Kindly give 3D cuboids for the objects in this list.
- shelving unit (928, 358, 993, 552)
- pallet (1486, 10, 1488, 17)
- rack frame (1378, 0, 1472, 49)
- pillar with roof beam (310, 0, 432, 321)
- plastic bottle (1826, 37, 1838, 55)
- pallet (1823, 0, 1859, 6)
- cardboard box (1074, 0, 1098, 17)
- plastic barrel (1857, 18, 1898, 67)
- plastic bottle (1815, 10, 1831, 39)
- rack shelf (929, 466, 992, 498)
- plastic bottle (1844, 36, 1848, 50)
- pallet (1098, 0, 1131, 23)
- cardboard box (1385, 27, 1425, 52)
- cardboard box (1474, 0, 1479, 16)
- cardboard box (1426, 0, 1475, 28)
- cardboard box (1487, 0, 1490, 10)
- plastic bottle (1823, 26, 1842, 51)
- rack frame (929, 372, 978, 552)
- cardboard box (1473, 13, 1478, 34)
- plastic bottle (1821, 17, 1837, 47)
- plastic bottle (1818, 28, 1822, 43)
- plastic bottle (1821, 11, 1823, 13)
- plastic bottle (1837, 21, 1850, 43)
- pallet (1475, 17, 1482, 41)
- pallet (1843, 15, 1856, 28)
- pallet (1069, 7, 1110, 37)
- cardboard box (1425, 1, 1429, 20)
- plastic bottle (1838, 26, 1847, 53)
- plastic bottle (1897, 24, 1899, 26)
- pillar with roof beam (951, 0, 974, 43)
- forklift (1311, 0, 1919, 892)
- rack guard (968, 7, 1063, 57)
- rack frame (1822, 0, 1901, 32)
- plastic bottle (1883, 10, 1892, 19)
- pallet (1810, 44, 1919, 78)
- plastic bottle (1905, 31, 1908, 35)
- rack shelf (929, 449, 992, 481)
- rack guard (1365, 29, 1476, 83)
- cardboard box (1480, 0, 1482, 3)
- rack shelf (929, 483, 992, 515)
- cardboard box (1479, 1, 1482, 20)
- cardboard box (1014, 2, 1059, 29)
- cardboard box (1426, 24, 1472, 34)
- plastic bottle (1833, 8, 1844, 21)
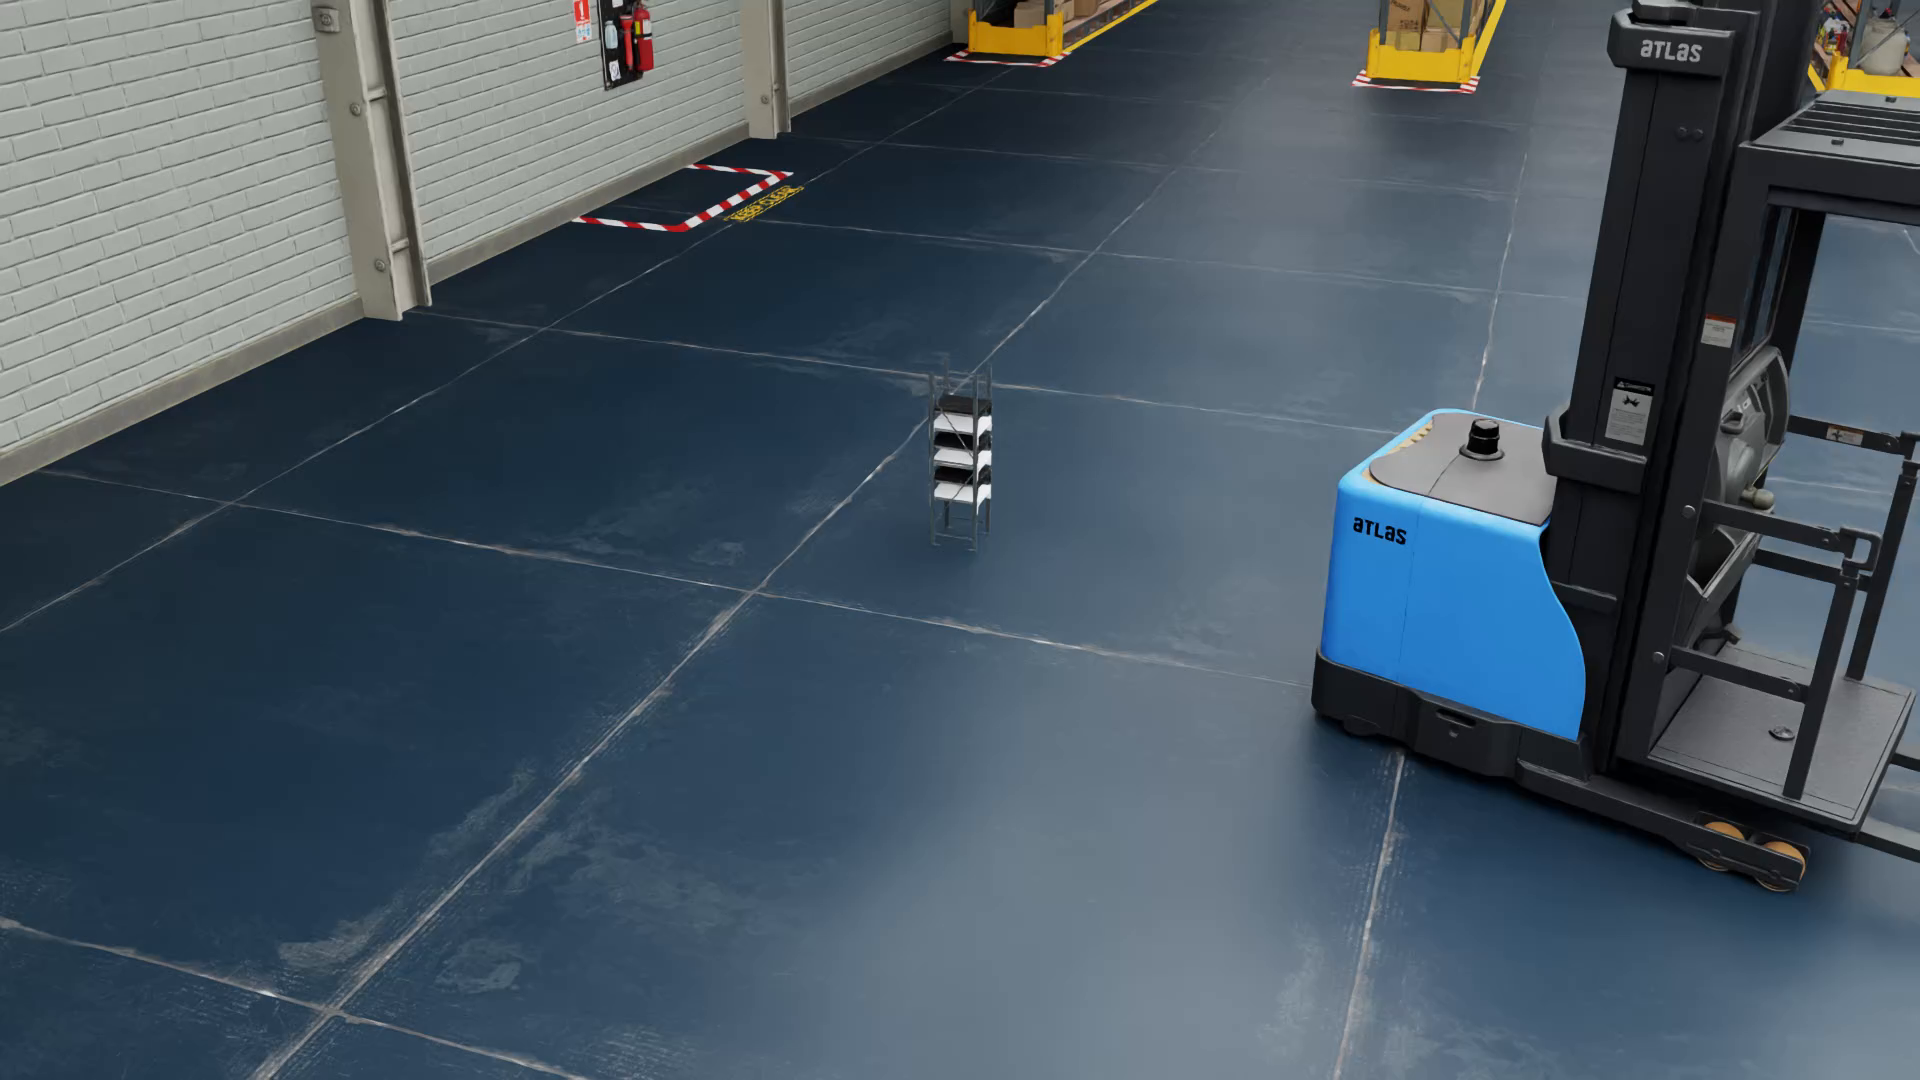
[{"bbox_3d":[0.003,-0.408,8.061,0.258,0.900,0.210,9,27,17],"label":"shelving unit"},{"bbox_3d":[6.879,-7.445,23.385,1.003,0.211,1.213,9,27,17],"label":"pallet"},{"bbox_3d":[5.339,-6.748,18.745,1.000,3.000,0.127,9,27,17],"label":"rack frame"},{"bbox_3d":[0.150,-5.023,8.297,9.100,9.000,0.400,9,27,17],"label":"pillar with roof beam"},{"bbox_3d":[10.207,-5.785,19.463,0.097,0.201,0.097,0,26,0],"label":"plastic bottle"},{"bbox_3d":[12.377,-7.748,24.011,1.003,0.211,1.213,9,27,17],"label":"pallet"},{"bbox_3d":[1.463,-7.338,22.327,0.700,0.500,0.500,7,27,14],"label":"cardboard box"},{"bbox_3d":[10.323,-5.585,18.716,0.421,0.512,0.421,0,26,0],"label":"plastic barrel"},{"bbox_3d":[10.618,-6.329,20.414,0.144,0.351,0.185,8,27,15],"label":"plastic bottle"},{"bbox_3d":[0.003,-0.297,8.115,0.258,0.077,0.200,9,27,17],"label":"rack shelf"},{"bbox_3d":[10.487,-5.931,19.765,0.097,0.201,0.097,0,26,0],"label":"plastic bottle"},{"bbox_3d":[1.808,-7.573,23.648,1.003,0.211,1.213,9,27,17],"label":"pallet"},{"bbox_3d":[5.239,-5.963,19.797,0.500,0.250,0.500,9,27,17],"label":"cardboard box"},{"bbox_3d":[6.229,-6.841,20.751,0.500,0.500,0.500,9,27,17],"label":"cardboard box"},{"bbox_3d":[5.892,-6.431,19.903,0.500,0.500,0.500,9,27,17],"label":"cardboard box"},{"bbox_3d":[7.038,-7.473,22.916,0.500,0.250,0.500,8,27,16],"label":"cardboard box"},{"bbox_3d":[10.317,-5.918,19.652,0.152,0.276,0.135,9,27,18],"label":"plastic bottle"},{"bbox_3d":[-0.031,-0.367,7.974,0.240,0.900,0.006,9,27,17],"label":"rack frame"},{"bbox_3d":[6.228,-6.504,20.914,0.500,0.250,0.500,9,27,17],"label":"cardboard box"},{"bbox_3d":[10.414,-6.078,19.895,0.144,0.351,0.185,10,28,20],"label":"plastic bottle"},{"bbox_3d":[10.501,-6.149,20.213,0.097,0.201,0.097,0,26,0],"label":"plastic bottle"},{"bbox_3d":[10.739,-6.440,20.730,0.152,0.276,0.135,10,27,19],"label":"plastic bottle"},{"bbox_3d":[10.624,-6.109,20.047,0.152,0.276,0.135,9,27,17],"label":"plastic bottle"},{"bbox_3d":[6.366,-6.816,22.086,1.003,0.211,1.213,9,27,17],"label":"pallet"},{"bbox_3d":[11.565,-6.745,21.940,1.003,0.211,1.213,9,27,17],"label":"pallet"},{"bbox_3d":[1.403,-7.070,22.609,1.003,0.211,1.213,9,27,17],"label":"pallet"},{"bbox_3d":[5.556,-6.714,20.487,0.500,0.500,0.500,9,27,17],"label":"cardboard box"},{"bbox_3d":[10.417,-5.907,19.619,0.061,0.283,0.133,9,27,17],"label":"plastic bottle"},{"bbox_3d":[11.169,-6.060,19.945,0.152,0.276,0.135,9,27,18],"label":"plastic bottle"},{"bbox_3d":[4.144,-9.954,18.482,9.100,9.000,0.400,9,27,17],"label":"pillar with roof beam"},{"bbox_3d":[2.902,-0.369,5.648,3.031,2.935,1.130,18,31,33],"label":"forklift"},{"bbox_3d":[0.692,-6.371,20.835,1.175,0.500,0.348,9,27,17],"label":"rack guard"},{"bbox_3d":[11.340,-7.672,20.654,1.000,3.000,0.127,9,27,17],"label":"rack frame"},{"bbox_3d":[11.334,-6.293,20.339,0.144,0.351,0.185,7,27,15],"label":"plastic bottle"},{"bbox_3d":[10.673,-5.644,19.665,1.003,0.211,1.213,9,27,17],"label":"pallet"},{"bbox_3d":[10.999,-5.794,19.387,0.061,0.283,0.133,9,27,18],"label":"plastic bottle"},{"bbox_3d":[0.003,-0.378,8.075,0.258,0.077,0.200,9,27,17],"label":"rack shelf"},{"bbox_3d":[5.331,-5.613,19.270,1.175,0.500,0.348,9,27,17],"label":"rack guard"},{"bbox_3d":[6.545,-7.255,21.605,0.500,0.500,0.500,9,27,17],"label":"cardboard box"},{"bbox_3d":[0.003,-0.216,8.154,0.258,0.077,0.200,9,27,17],"label":"rack shelf"},{"bbox_3d":[6.547,-6.917,21.768,0.500,0.250,0.500,9,27,17],"label":"cardboard box"},{"bbox_3d":[0.982,-6.724,21.276,0.500,0.311,0.500,6,26,12],"label":"cardboard box"},{"bbox_3d":[5.891,-6.094,20.067,0.500,0.250,0.500,9,27,17],"label":"cardboard box"},{"bbox_3d":[10.816,-6.385,20.531,0.144,0.351,0.185,9,27,17],"label":"plastic bottle"}]
